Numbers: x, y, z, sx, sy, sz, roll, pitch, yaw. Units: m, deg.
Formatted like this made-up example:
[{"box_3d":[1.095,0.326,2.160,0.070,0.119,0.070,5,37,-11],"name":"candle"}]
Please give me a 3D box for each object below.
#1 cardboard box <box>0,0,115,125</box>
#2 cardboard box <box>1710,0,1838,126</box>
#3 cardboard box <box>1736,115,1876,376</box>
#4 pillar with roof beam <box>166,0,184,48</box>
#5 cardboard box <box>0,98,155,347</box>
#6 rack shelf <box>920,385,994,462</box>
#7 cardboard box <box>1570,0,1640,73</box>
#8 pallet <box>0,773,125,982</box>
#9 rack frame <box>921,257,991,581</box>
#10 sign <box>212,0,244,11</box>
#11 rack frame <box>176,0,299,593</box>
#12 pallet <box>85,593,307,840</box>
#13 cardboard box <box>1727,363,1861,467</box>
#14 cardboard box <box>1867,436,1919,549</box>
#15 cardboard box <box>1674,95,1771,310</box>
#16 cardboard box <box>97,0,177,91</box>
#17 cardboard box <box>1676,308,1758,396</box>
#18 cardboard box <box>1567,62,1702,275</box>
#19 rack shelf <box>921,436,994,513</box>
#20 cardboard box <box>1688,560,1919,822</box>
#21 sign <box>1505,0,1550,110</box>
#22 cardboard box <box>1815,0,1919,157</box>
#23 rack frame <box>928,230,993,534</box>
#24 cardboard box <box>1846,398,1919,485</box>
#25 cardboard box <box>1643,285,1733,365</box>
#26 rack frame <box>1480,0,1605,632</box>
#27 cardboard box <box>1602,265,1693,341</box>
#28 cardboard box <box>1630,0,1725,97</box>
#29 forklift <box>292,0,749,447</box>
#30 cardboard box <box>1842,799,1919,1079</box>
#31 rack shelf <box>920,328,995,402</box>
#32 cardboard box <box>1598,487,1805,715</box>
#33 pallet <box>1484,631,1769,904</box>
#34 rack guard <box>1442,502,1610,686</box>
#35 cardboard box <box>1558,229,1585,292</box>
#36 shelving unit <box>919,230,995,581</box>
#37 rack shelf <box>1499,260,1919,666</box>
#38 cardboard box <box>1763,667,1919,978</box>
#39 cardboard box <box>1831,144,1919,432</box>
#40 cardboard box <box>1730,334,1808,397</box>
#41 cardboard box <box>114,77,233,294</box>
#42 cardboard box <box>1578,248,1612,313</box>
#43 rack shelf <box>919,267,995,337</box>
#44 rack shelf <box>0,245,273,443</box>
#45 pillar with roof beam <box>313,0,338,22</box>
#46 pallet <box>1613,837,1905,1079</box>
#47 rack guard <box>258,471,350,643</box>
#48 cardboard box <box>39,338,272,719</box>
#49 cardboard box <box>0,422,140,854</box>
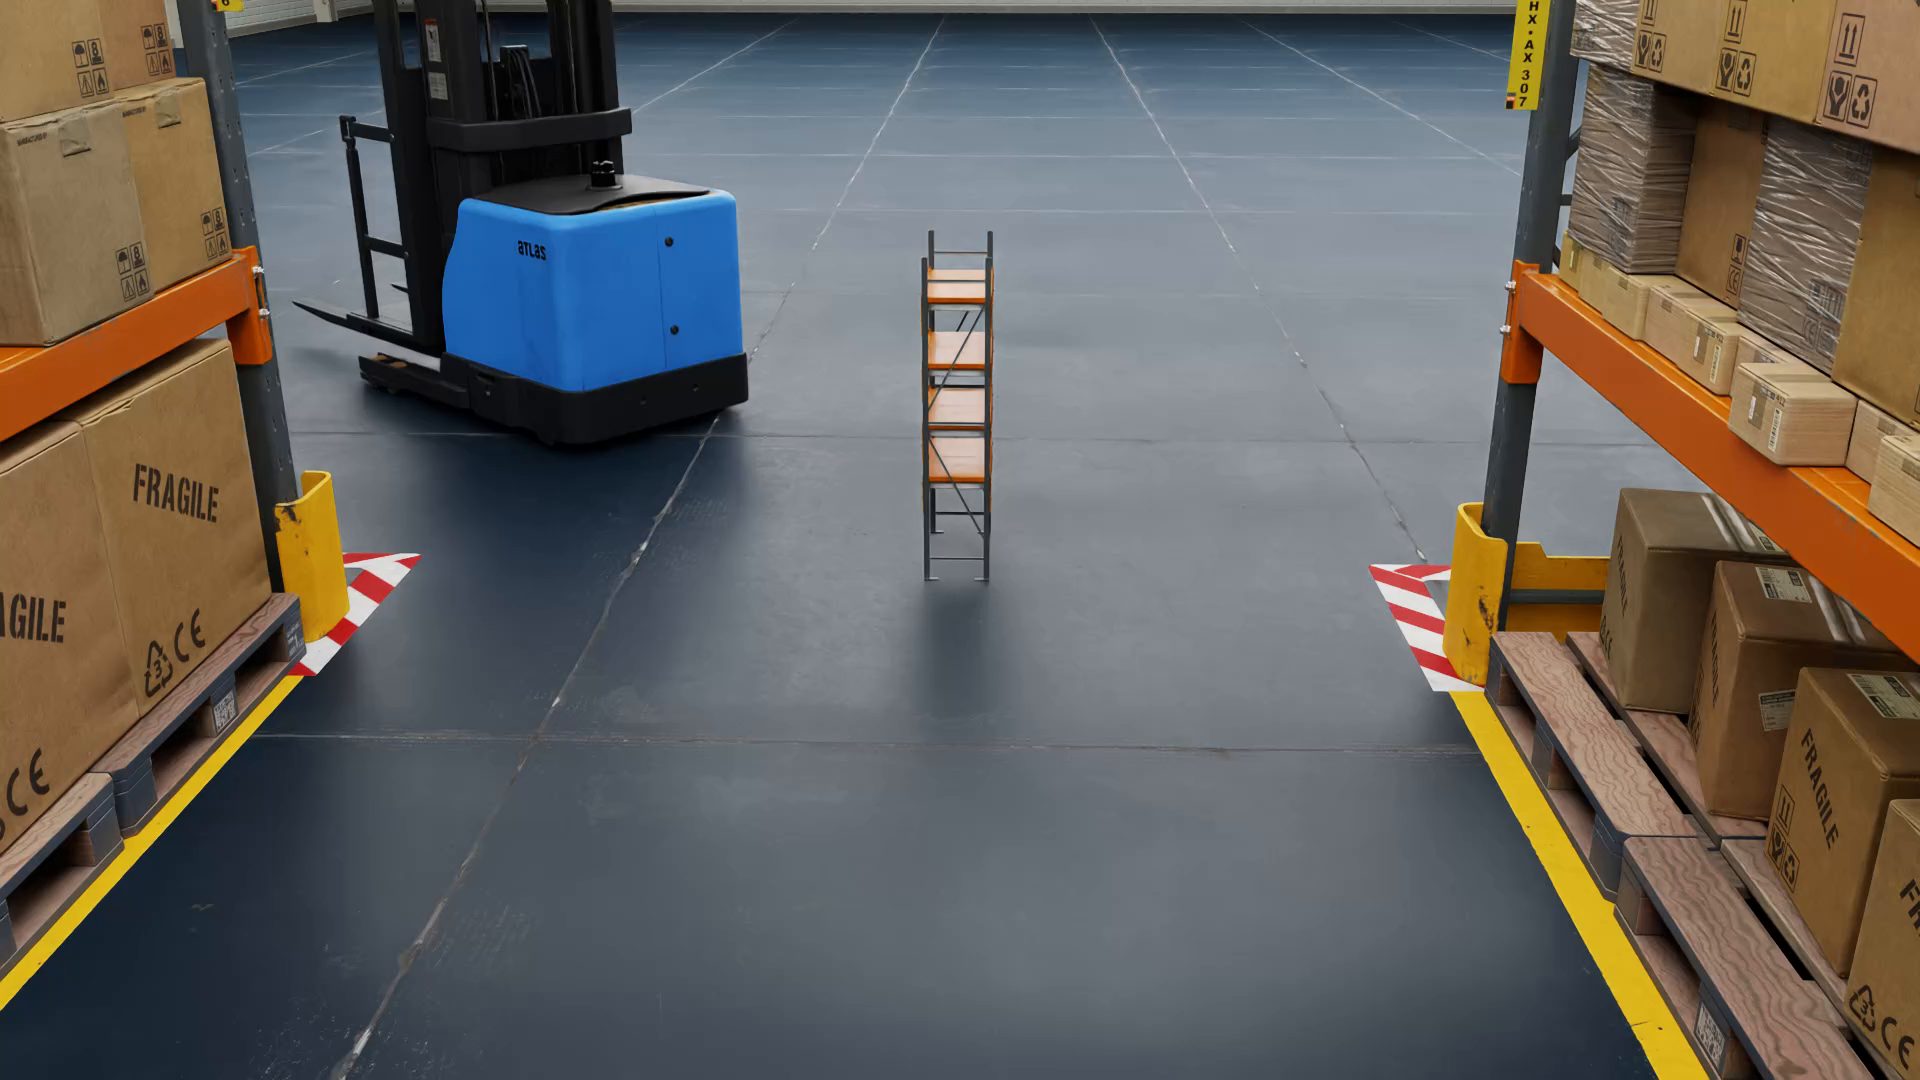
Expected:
[{"box_3d":[-2.724,-1.346,4.151,0.875,0.550,0.550,1,21,2],"name":"cardboard box"},{"box_3d":[1.880,-1.109,3.310,0.500,0.500,0.500,1,21,2],"name":"cardboard box"},{"box_3d":[2.207,-0.640,3.481,0.875,0.500,0.500,1,21,2],"name":"cardboard box"},{"box_3d":[-8.551,-12.363,25.951,9.100,9.000,0.400,1,21,2],"name":"pillar with roof beam"},{"box_3d":[-2.711,-0.843,4.346,0.875,0.550,0.550,1,21,2],"name":"cardboard box"},{"box_3d":[-0.005,-0.437,6.182,0.258,0.148,0.480,1,21,2],"name":"rack shelf"},{"box_3d":[1.916,-1.471,4.241,0.500,0.500,0.500,1,21,2],"name":"cardboard box"},{"box_3d":[-2.736,0.924,3.857,1.003,0.211,1.213,1,21,2],"name":"pallet"},{"box_3d":[-0.012,-0.411,5.930,0.240,1.200,0.015,1,21,2],"name":"rack frame"},{"box_3d":[-2.208,-1.746,4.953,0.100,0.325,0.005,1,21,2],"name":"sign"},{"box_3d":[-2.750,-1.106,5.234,1.000,3.000,0.127,1,21,2],"name":"rack frame"},{"box_3d":[-2.696,0.484,4.991,1.003,0.211,1.213,1,21,2],"name":"pallet"},{"box_3d":[1.815,-0.256,3.390,0.380,0.149,0.250,1,21,2],"name":"cardboard box"},{"box_3d":[1.856,-0.075,2.923,0.380,0.149,0.250,1,21,2],"name":"cardboard box"},{"box_3d":[2.265,-0.820,3.946,0.875,0.500,0.500,1,21,2],"name":"cardboard box"},{"box_3d":[-2.800,-1.546,4.667,0.875,0.550,0.550,1,21,2],"name":"cardboard box"},{"box_3d":[1.907,-0.436,3.854,0.380,0.149,0.250,1,21,2],"name":"cardboard box"},{"box_3d":[2.161,-1.002,4.415,0.875,0.500,0.500,1,21,2],"name":"cardboard box"},{"box_3d":[-0.005,-0.252,6.254,0.258,0.148,0.480,1,21,2],"name":"rack shelf"},{"box_3d":[2.185,0.396,4.236,0.500,0.500,0.500,6,22,16],"name":"cardboard box"},{"box_3d":[1.662,-1.425,4.858,0.100,0.325,0.005,1,21,2],"name":"sign"},{"box_3d":[1.870,-0.928,2.844,0.500,0.500,0.500,1,21,2],"name":"cardboard box"},{"box_3d":[0.002,-0.588,6.385,0.240,1.200,0.015,1,21,2],"name":"rack frame"},{"box_3d":[1.940,-0.165,3.154,0.380,0.149,0.250,1,21,2],"name":"cardboard box"},{"box_3d":[1.922,-0.527,4.087,0.380,0.149,0.250,1,21,2],"name":"cardboard box"},{"box_3d":[2.205,-1.015,4.999,1.000,3.000,0.127,1,21,2],"name":"rack frame"},{"box_3d":[1.908,-0.617,4.321,0.380,0.149,0.250,1,21,2],"name":"cardboard box"},{"box_3d":[1.893,-1.290,3.776,0.500,0.500,0.500,1,21,2],"name":"cardboard box"},{"box_3d":[-2.446,-2.224,8.208,3.031,2.935,1.130,19,28,40],"name":"forklift"},{"box_3d":[2.085,0.824,3.134,0.500,0.500,0.500,-1,21,-3],"name":"cardboard box"},{"box_3d":[-0.005,-0.645,6.101,0.258,0.148,0.480,1,21,2],"name":"rack shelf"},{"box_3d":[2.169,0.180,4.794,0.500,0.500,0.500,5,22,12],"name":"cardboard box"},{"box_3d":[2.142,0.606,4.676,1.003,0.211,1.213,1,21,2],"name":"pallet"},{"box_3d":[2.202,0.178,5.380,1.175,0.500,0.348,1,21,2],"name":"rack guard"},{"box_3d":[1.958,-0.798,4.786,0.380,0.149,0.250,1,21,2],"name":"cardboard box"},{"box_3d":[-0.005,-0.500,6.158,0.258,1.200,0.503,1,21,2],"name":"shelving unit"},{"box_3d":[2.144,0.043,3.265,1.077,0.370,4.000,1,21,2],"name":"rack shelf"},{"box_3d":[2.147,0.623,3.653,0.500,0.500,0.500,3,21,7],"name":"cardboard box"},{"box_3d":[2.180,-0.459,3.016,0.875,0.500,0.500,1,21,2],"name":"cardboard box"},{"box_3d":[1.926,-0.346,3.621,0.380,0.149,0.250,1,21,2],"name":"cardboard box"},{"box_3d":[-2.716,-1.042,4.860,0.875,0.550,0.550,1,21,2],"name":"cardboard box"},{"box_3d":[1.931,-0.708,4.553,0.380,0.149,0.250,1,21,2],"name":"cardboard box"},{"box_3d":[-0.005,-0.866,6.015,0.258,0.148,0.480,1,21,2],"name":"rack shelf"},{"box_3d":[-2.811,-0.048,3.500,1.077,0.370,4.000,1,21,2],"name":"rack shelf"},{"box_3d":[-8.369,-14.532,31.542,9.100,9.000,0.400,1,21,2],"name":"pillar with roof beam"},{"box_3d":[2.102,1.046,3.543,1.003,0.211,1.213,1,21,2],"name":"pallet"},{"box_3d":[-2.749,0.050,5.708,1.175,0.500,0.348,1,21,2],"name":"rack guard"},{"box_3d":[-2.704,-0.066,4.908,0.875,0.875,0.875,1,21,2],"name":"cardboard box"},{"box_3d":[-2.729,0.252,4.088,0.875,0.875,0.875,0,21,1],"name":"cardboard box"}]
